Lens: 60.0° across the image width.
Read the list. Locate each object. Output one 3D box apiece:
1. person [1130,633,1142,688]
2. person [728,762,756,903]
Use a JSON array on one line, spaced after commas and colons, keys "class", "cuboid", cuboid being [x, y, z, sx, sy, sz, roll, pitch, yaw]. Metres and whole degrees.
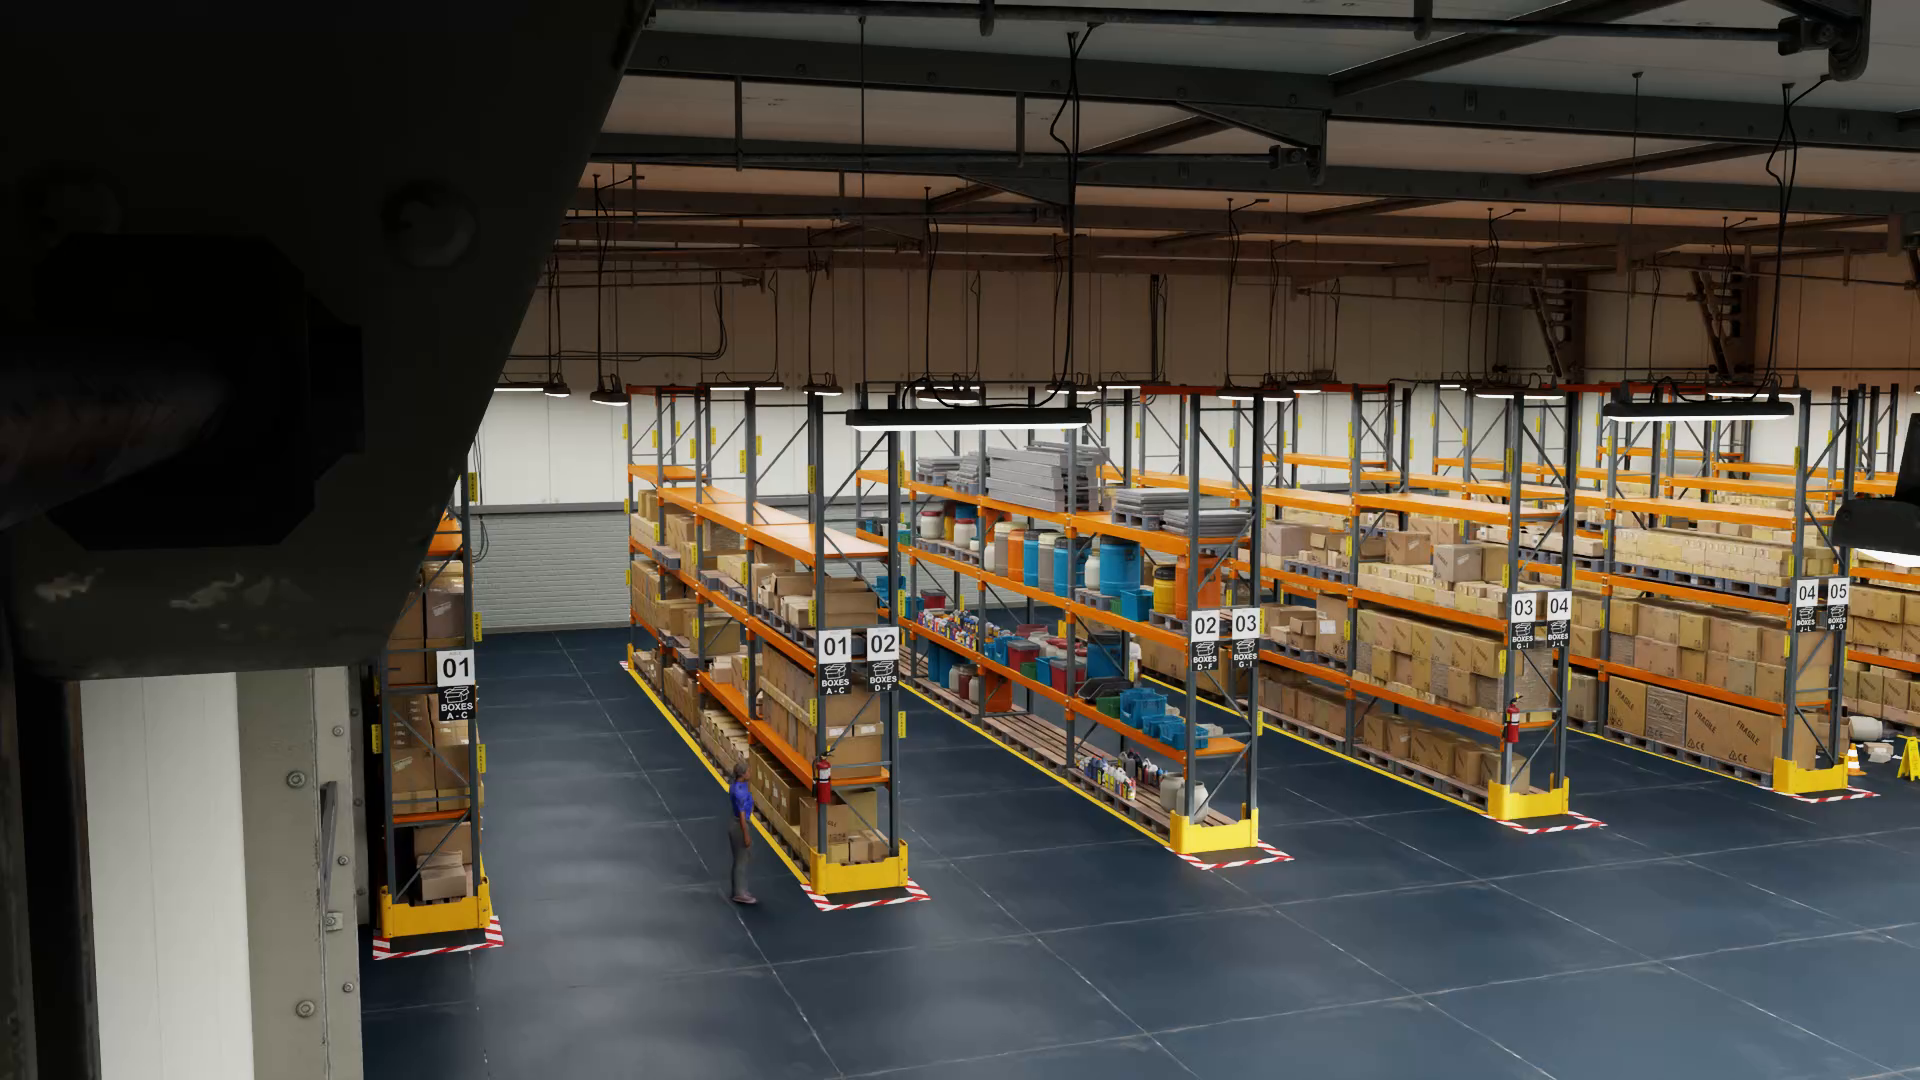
[{"class": "person", "cuboid": [3.042, 2.386, 29.969, 0.484, 1.678, 0.697, 1, 6, 7]}, {"class": "person", "cuboid": [-2.597, 3.498, 19.803, 0.332, 1.726, 0.493, -1, 6, -11]}]
